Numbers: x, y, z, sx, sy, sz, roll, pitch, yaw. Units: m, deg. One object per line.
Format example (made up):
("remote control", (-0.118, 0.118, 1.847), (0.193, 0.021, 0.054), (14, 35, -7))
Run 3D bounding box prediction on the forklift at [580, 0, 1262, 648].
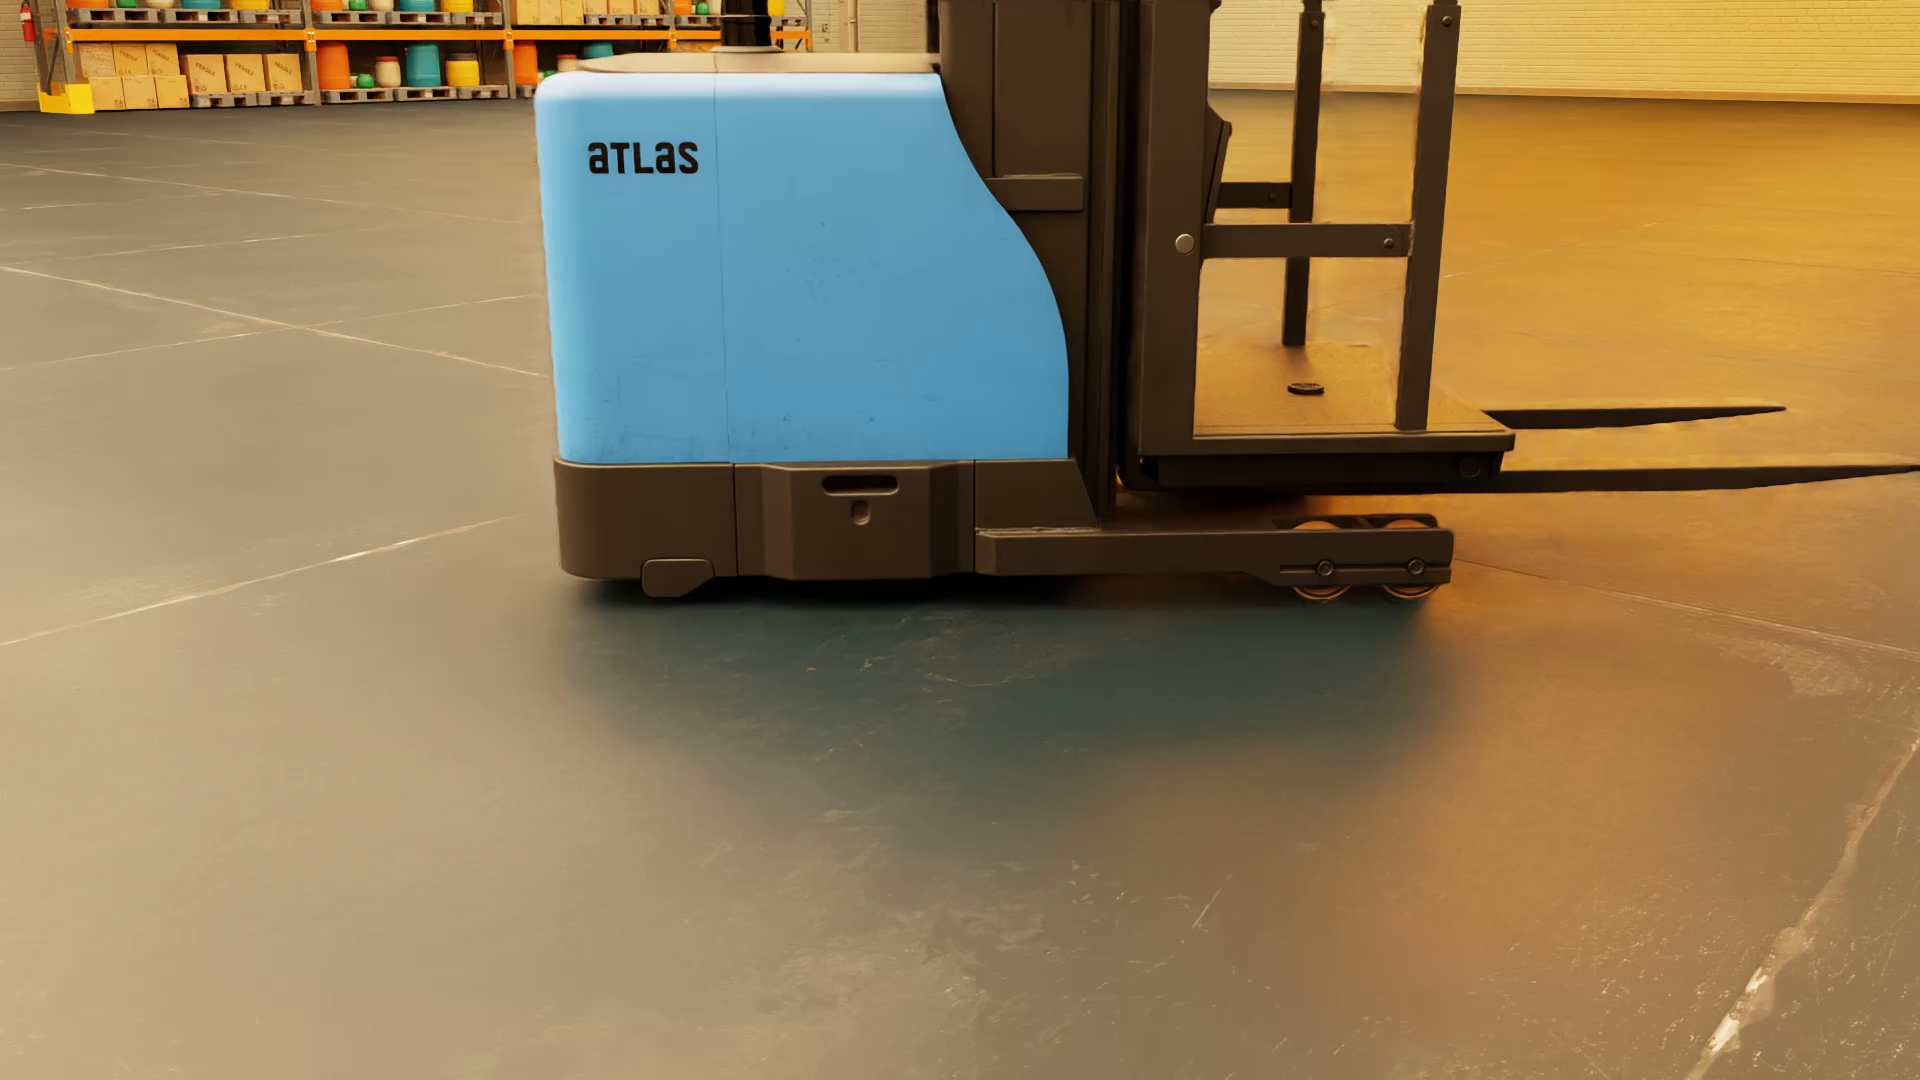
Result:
("forklift", (0.204, -1.592, 4.140), (1.130, 2.935, 3.031), (5, 18, 17))
